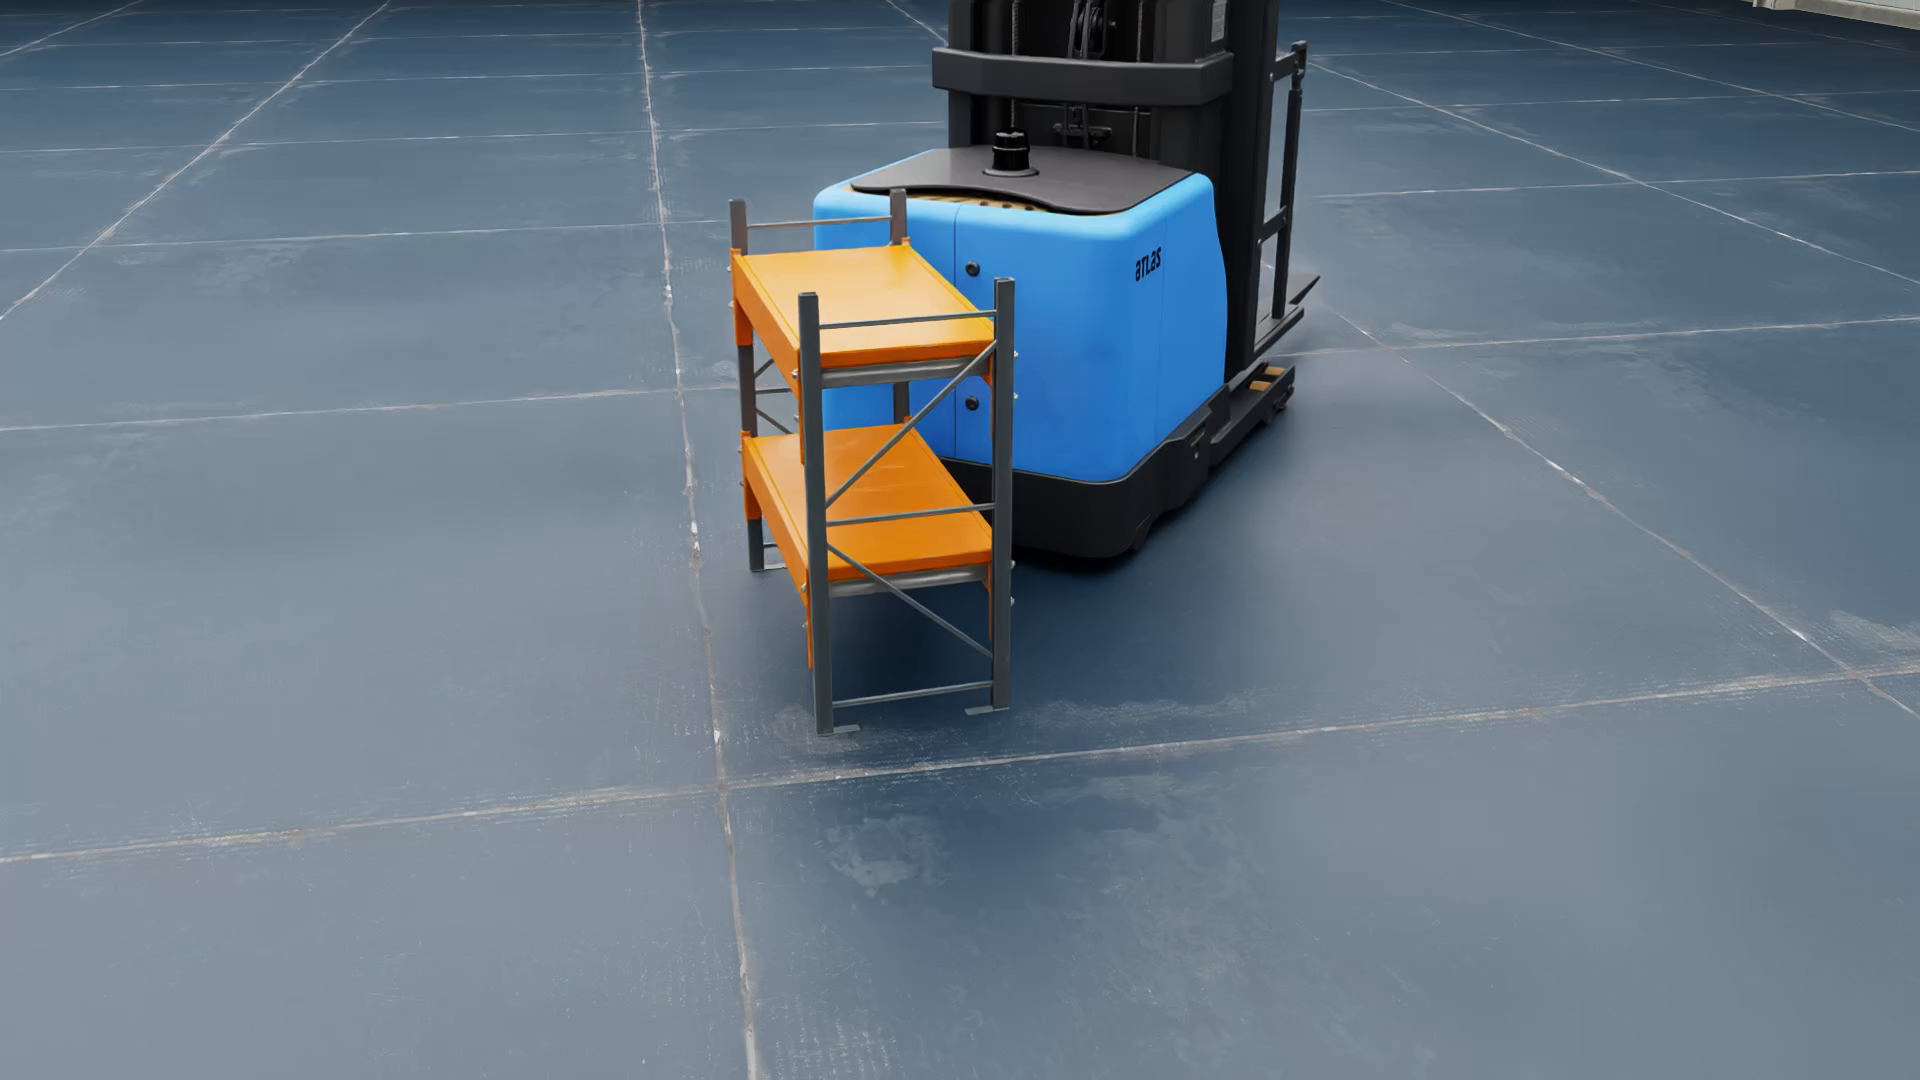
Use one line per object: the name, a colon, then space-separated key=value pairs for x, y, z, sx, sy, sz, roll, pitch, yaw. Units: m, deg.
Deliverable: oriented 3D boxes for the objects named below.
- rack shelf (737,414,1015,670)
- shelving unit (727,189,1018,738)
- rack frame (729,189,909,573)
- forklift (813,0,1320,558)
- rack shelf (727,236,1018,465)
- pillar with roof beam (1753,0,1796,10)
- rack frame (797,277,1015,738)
rack shelf: x=-0.257 y=-0.029 z=4.521 sx=0.538 sy=0.278 sz=1.000 roll=-6 pitch=24 yaw=-14
shelving unit: x=-0.257 y=-0.253 z=4.424 sx=0.538 sy=1.125 sz=1.048 roll=-6 pitch=24 yaw=-14
rack frame: x=-0.396 y=-0.449 z=4.872 sx=0.500 sy=1.125 sz=0.032 roll=-6 pitch=24 yaw=-14
forklift: x=0.640 y=-1.844 z=5.810 sx=1.130 sy=2.935 sz=3.031 roll=11 pitch=26 yaw=24
rack shelf: x=-0.257 y=-0.521 z=4.306 sx=0.538 sy=0.278 sz=1.000 roll=-6 pitch=24 yaw=-14
pillar with roof beam: x=5.395 y=-10.096 z=17.123 sx=9.100 sy=9.000 sz=0.400 roll=-4 pitch=24 yaw=-10
rack frame: x=-0.118 y=-0.057 z=3.975 sx=0.500 sy=1.125 sz=0.032 roll=-6 pitch=24 yaw=-14
